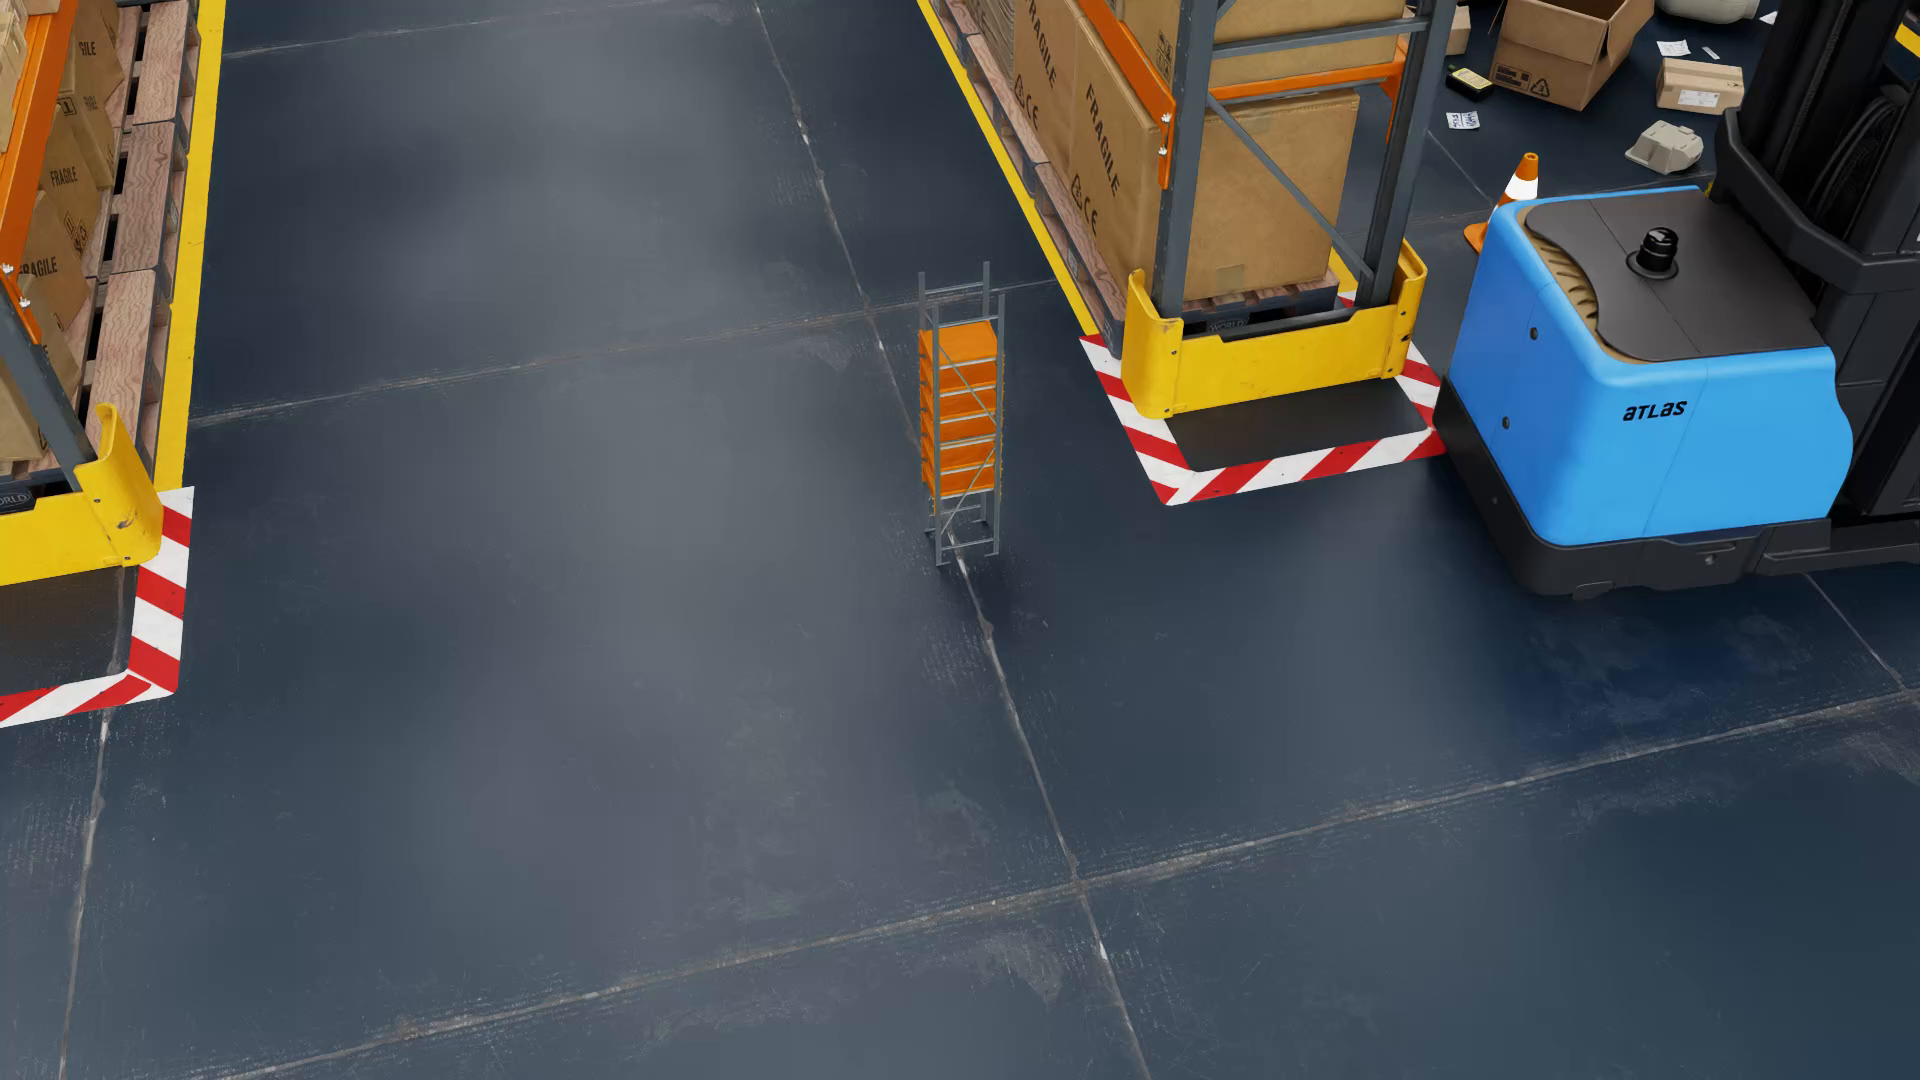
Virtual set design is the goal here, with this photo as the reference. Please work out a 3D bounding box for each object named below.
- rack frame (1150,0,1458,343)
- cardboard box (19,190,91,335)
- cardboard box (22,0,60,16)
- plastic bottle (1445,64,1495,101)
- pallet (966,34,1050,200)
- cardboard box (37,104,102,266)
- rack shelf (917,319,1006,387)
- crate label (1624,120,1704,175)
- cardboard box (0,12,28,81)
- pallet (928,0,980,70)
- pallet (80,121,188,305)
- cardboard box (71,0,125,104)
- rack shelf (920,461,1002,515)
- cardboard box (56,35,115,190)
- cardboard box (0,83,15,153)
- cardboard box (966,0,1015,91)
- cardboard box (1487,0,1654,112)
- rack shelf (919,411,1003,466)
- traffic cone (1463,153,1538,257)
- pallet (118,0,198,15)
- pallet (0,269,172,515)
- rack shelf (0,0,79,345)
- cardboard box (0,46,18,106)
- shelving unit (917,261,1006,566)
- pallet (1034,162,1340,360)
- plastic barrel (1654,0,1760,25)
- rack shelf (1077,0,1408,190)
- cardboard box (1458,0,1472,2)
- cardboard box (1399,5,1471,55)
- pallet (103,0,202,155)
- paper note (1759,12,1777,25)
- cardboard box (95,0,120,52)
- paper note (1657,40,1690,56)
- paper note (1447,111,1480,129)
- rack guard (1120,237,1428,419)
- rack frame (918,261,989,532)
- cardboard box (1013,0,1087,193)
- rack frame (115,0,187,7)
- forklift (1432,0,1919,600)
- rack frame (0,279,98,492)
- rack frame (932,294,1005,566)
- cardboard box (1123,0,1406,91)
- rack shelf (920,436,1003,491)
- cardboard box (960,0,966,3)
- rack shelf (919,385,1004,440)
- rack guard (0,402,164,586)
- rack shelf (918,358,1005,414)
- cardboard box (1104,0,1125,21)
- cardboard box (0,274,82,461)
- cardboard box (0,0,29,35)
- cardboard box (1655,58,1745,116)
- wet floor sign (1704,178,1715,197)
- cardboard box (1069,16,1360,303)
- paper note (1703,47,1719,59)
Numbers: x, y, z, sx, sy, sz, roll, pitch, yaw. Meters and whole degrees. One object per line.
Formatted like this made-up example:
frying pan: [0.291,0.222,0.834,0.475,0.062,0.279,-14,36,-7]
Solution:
rack frame: [1.255,-1.770,5.884,1.000,3.000,0.127,-11,47,-10]
cardboard box: [-3.895,-1.045,6.630,0.500,0.500,0.500,0,46,0]
cardboard box: [-3.698,-2.138,6.421,0.380,0.149,0.250,-11,47,-10]
plastic bottle: [2.585,-2.348,8.508,0.133,0.061,0.283,-26,51,-24]
pallet: [0.666,-2.172,8.231,1.003,0.211,1.213,-11,47,-10]
cardboard box: [-4.037,-1.481,7.057,0.500,0.500,0.500,-7,46,-7]
rack shelf: [0.004,-0.631,5.586,0.258,0.103,0.180,-11,47,-10]
crate label: [3.410,-1.897,8.013,0.250,0.136,0.298,-35,55,-30]
cardboard box: [-3.644,-1.779,6.069,0.380,0.149,0.250,-11,47,-10]
pallet: [0.350,-3.016,9.058,1.003,0.211,1.213,-11,47,-10]
pallet: [-4.067,-1.417,7.491,1.003,0.211,1.213,-11,47,-10]
cardboard box: [-4.372,-2.289,7.849,0.500,0.500,0.500,3,46,2]
rack shelf: [0.004,-0.211,6.015,0.258,0.103,0.180,-11,47,-10]
cardboard box: [-4.137,-1.874,7.443,0.500,0.500,0.500,-15,47,-14]
cardboard box: [-3.503,-1.436,5.733,0.380,0.149,0.250,-11,47,-10]
cardboard box: [0.559,-2.866,8.152,0.875,0.875,0.875,-10,46,-10]
cardboard box: [3.117,-2.620,8.466,0.637,0.503,0.797,27,51,24]
rack shelf: [0.004,-0.379,5.843,0.258,0.103,0.180,-11,47,-10]
traffic cone: [2.492,-1.508,7.404,0.336,0.463,0.334,-11,47,-10]
pallet: [-4.790,-3.255,9.292,1.003,0.211,1.213,-11,47,-10]
pallet: [-3.759,-0.576,6.667,1.003,0.211,1.213,-11,47,-10]
rack shelf: [-4.077,-2.061,6.674,1.077,0.370,4.000,-11,47,-10]
cardboard box: [-3.587,-1.605,5.899,0.380,0.149,0.250,-11,47,-10]
shelving unit: [0.004,-0.410,5.812,0.258,1.200,0.189,-11,47,-10]
pallet: [0.975,-1.331,7.407,1.003,0.211,1.213,-11,47,-10]
plastic barrel: [4.022,-2.992,8.886,0.512,0.421,0.421,19,48,17]
rack shelf: [0.743,-2.899,7.494,1.077,0.370,4.000,-11,47,-10]
cardboard box: [2.870,-3.312,9.048,0.797,0.637,0.503,-11,47,-10]
cardboard box: [2.452,-2.724,8.734,0.396,0.266,0.258,-3,46,-3]
pallet: [-4.383,-2.261,8.318,1.003,0.211,1.213,-11,47,-10]
paper note: [4.428,-2.817,8.989,0.142,0.019,0.148,-26,51,-24]
cardboard box: [-4.526,-2.683,8.235,0.500,0.500,0.500,-12,47,-12]
paper note: [3.776,-2.604,8.788,0.148,0.019,0.142,4,46,4]
paper note: [2.506,-2.094,8.282,0.144,0.017,0.142,4,46,4]
rack guard: [1.261,-0.878,6.760,1.175,0.500,0.348,-11,47,-10]
rack frame: [-0.020,-0.473,5.874,0.240,1.200,0.006,-11,47,-10]
cardboard box: [0.790,-2.236,7.535,0.875,0.875,0.875,-11,47,-11]
rack frame: [-4.590,-3.694,7.770,1.000,3.000,0.127,-11,47,-10]
forklift: [3.439,-1.298,5.469,3.031,2.935,1.130,-6,46,-6]
rack frame: [-3.565,-0.932,5.064,1.000,3.000,0.127,-11,47,-10]
rack frame: [0.027,-0.347,5.750,0.240,1.200,0.006,-11,47,-10]
cardboard box: [1.116,-2.070,6.073,0.875,0.550,0.550,-11,47,-10]
rack shelf: [0.004,-0.295,5.929,0.258,0.103,0.180,-11,47,-10]
cardboard box: [0.324,-3.487,8.761,0.875,0.875,0.875,-10,46,-10]
rack shelf: [0.004,-0.463,5.758,0.258,0.103,0.180,-11,47,-10]
rack guard: [-3.585,-0.110,6.008,1.175,0.500,0.348,-11,47,-10]
rack shelf: [0.004,-0.547,5.672,0.258,0.103,0.180,-11,47,-10]
cardboard box: [0.954,-2.446,6.442,0.875,0.550,0.550,-11,47,-10]
cardboard box: [-3.709,-0.639,6.232,0.500,0.500,0.500,-3,46,-3]
cardboard box: [-3.734,-1.947,6.233,0.380,0.149,0.250,-11,47,-10]
cardboard box: [3.726,-2.282,8.382,0.380,0.149,0.250,11,47,11]
wet floor sign: [3.177,-1.288,7.060,0.267,0.644,0.232,-18,48,-17]
cardboard box: [1.018,-1.629,6.940,0.875,0.875,0.875,-10,47,-10]
paper note: [3.955,-2.565,8.756,0.032,0.001,0.123,-11,47,-10]
